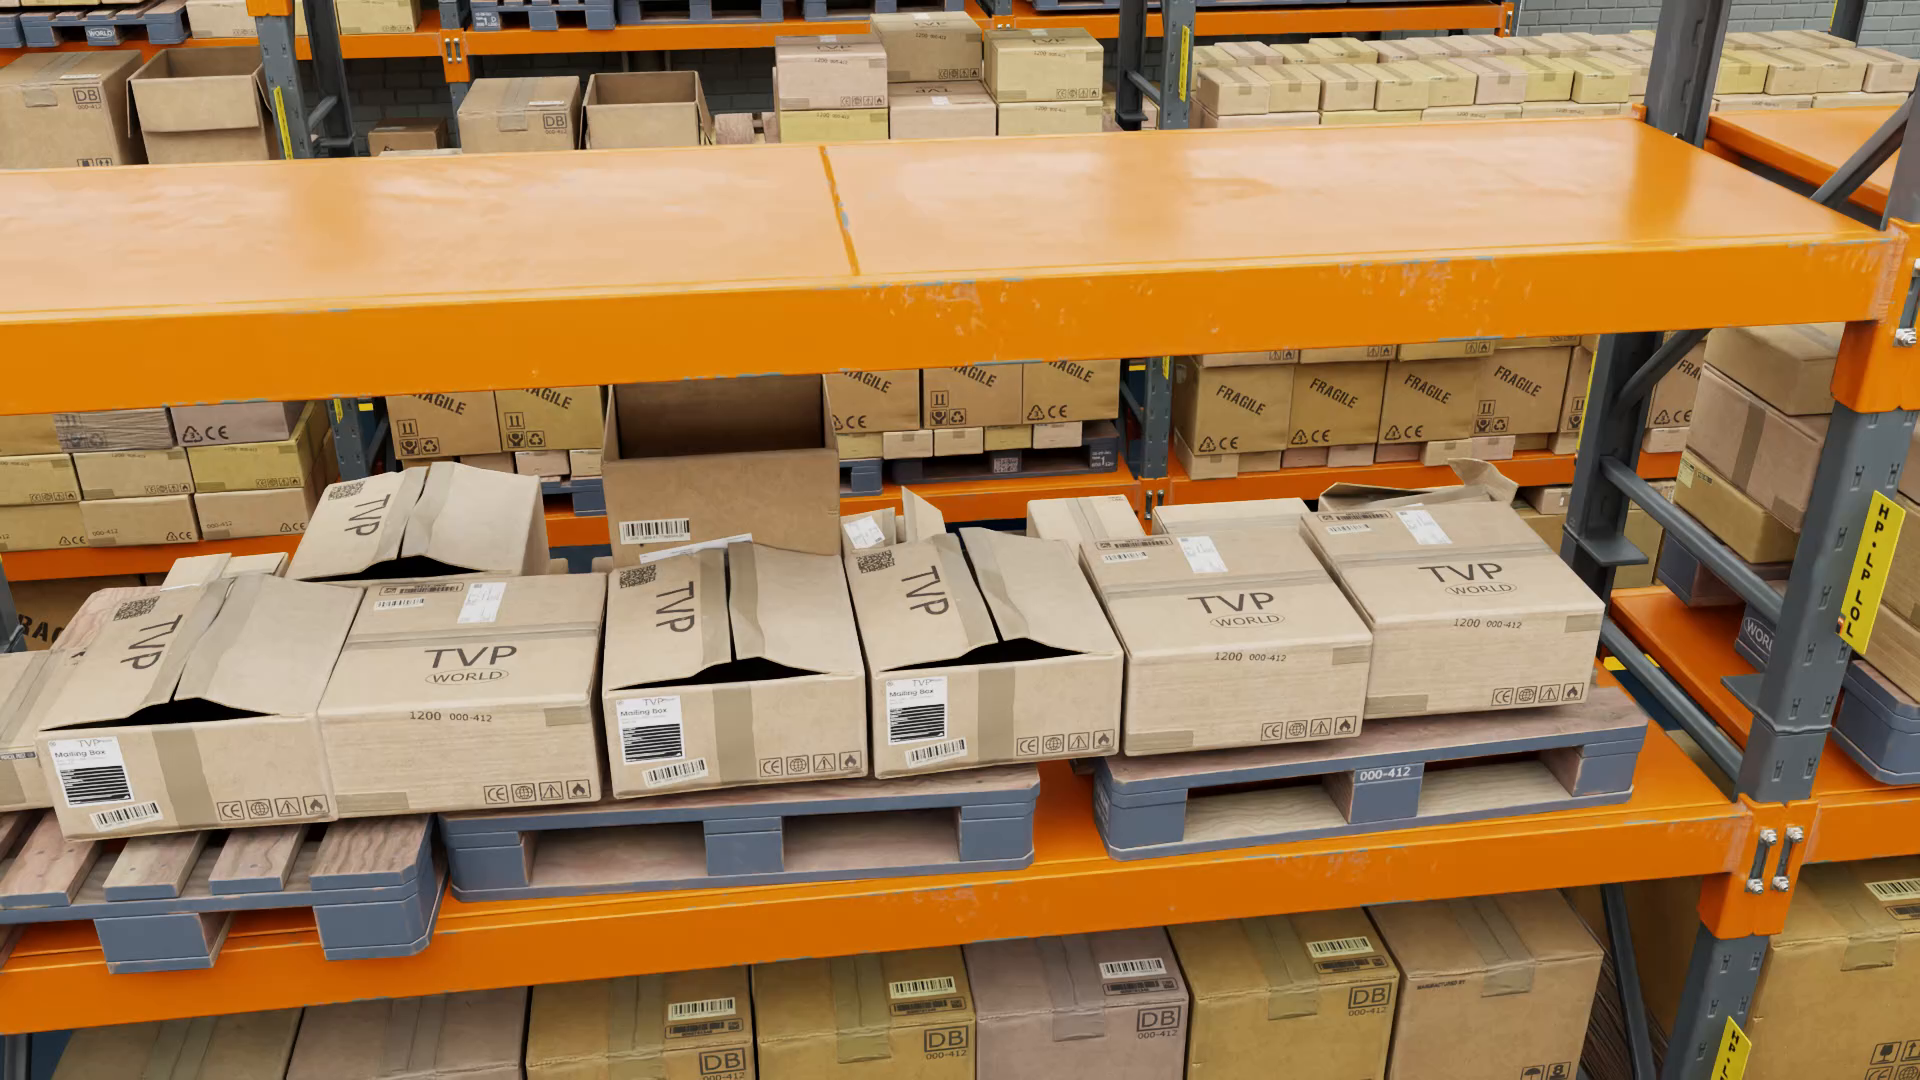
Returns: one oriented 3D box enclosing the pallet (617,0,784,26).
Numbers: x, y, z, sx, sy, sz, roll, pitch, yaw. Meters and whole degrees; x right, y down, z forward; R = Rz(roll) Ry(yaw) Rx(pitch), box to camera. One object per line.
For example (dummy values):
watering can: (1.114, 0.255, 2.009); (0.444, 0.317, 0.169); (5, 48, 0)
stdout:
pallet: (-1.939, -4.101, 12.581); (1.213, 0.211, 1.003); (-2, 27, -5)

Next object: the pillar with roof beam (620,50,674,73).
pillar with roof beam: (-1.941, -3.908, 8.712); (0.400, 9.000, 9.100); (-4, 27, -7)

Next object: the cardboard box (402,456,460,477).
cardboard box: (-2.663, -0.463, 8.384); (0.250, 0.149, 0.380); (-5, 28, -10)

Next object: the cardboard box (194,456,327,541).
cardboard box: (-3.475, -0.235, 8.289); (0.500, 0.250, 0.500); (-5, 28, -9)

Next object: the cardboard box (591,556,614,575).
cardboard box: (-1.720, 0.449, 9.210); (0.625, 0.372, 0.950); (-4, 27, -8)

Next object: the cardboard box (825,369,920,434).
cardboard box: (-0.478, -0.874, 8.474); (0.500, 0.500, 0.500); (-3, 27, -5)

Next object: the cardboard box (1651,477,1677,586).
cardboard box: (4.154, -0.088, 9.569); (0.500, 0.500, 0.500); (-4, 27, -7)

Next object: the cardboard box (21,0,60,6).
cardboard box: (-6.305, -3.800, 11.492); (0.250, 0.149, 0.380); (-4, 27, -8)

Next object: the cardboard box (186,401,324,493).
cardboard box: (-3.455, -0.461, 8.182); (0.500, 0.250, 0.500); (-4, 27, -7)

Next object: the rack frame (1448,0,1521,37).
rack frame: (4.216, -3.204, 13.910); (0.127, 3.000, 1.000); (-4, 27, -7)

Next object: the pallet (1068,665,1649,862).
pallet: (0.839, 0.357, 3.895); (1.217, 0.209, 0.805); (-5, 28, -9)

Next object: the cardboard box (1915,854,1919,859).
cardboard box: (2.638, 0.883, 4.598); (0.550, 0.550, 0.875); (-4, 27, -7)

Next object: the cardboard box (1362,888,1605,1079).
cardboard box: (1.249, 1.071, 4.375); (0.500, 0.500, 0.700); (-4, 27, -8)

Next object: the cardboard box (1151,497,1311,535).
cardboard box: (0.678, 0.026, 4.037); (0.380, 0.149, 0.250); (-4, 27, -7)

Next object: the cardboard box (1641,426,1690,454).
cardboard box: (3.828, -0.625, 9.159); (0.250, 0.149, 0.380); (-3, 27, -6)

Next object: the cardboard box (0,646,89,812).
cardboard box: (-1.868, 0.377, 3.351); (0.250, 0.149, 0.380); (-5, 28, -9)

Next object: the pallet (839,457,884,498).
pallet: (-1.056, -0.510, 8.871); (1.213, 0.211, 1.003); (-4, 27, -7)

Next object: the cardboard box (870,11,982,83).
cardboard box: (-0.176, -2.490, 8.391); (0.500, 0.250, 0.500); (-4, 27, -8)

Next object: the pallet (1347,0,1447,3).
pallet: (3.512, -4.466, 13.181); (1.213, 0.211, 1.003); (-4, 27, -7)

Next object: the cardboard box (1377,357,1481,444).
cardboard box: (2.418, -0.853, 8.893); (0.500, 0.500, 0.500); (-4, 27, -8)

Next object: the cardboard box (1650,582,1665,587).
cardboard box: (4.124, 0.251, 9.729); (0.500, 0.250, 0.500); (-4, 27, -7)

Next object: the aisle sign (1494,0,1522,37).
aisle sign: (4.322, -4.232, 13.066); (0.004, 0.787, 0.394); (-4, 27, -7)

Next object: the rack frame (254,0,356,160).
rack frame: (-3.011, -3.120, 7.176); (0.127, 3.000, 1.000); (-4, 27, -7)

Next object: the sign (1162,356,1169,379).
sign: (1.031, -0.970, 8.289); (0.005, 0.325, 0.100); (-4, 27, -7)

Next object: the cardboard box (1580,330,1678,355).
cardboard box: (3.443, -1.343, 8.753); (0.500, 0.500, 0.700); (-4, 27, -8)

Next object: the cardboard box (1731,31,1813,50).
cardboard box: (4.283, -2.584, 8.818); (0.250, 0.149, 0.380); (-4, 27, -7)

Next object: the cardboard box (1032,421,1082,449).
cardboard box: (0.479, -0.623, 8.696); (0.250, 0.149, 0.380); (-3, 27, -6)

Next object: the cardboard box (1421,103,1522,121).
cardboard box: (2.431, -2.073, 8.259); (0.500, 0.250, 0.500); (-3, 27, -7)

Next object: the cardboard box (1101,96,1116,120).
cardboard box: (1.110, -3.378, 13.105); (0.250, 0.149, 0.380); (-4, 27, -8)

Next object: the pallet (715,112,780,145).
pallet: (-0.703, -1.898, 8.286); (1.003, 0.211, 1.213); (-4, 27, -7)

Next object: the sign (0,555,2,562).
sign: (-2.290, -0.071, 3.866); (0.005, 0.325, 0.100); (-4, 27, -7)

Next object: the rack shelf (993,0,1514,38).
rack shelf: (2.235, -4.091, 13.142); (4.000, 0.370, 1.077); (-4, 27, -7)

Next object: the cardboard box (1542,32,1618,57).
cardboard box: (3.266, -2.575, 8.801); (0.250, 0.149, 0.380); (-3, 27, -6)

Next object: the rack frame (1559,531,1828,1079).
rack frame: (1.740, 1.526, 4.693); (0.127, 3.000, 1.000); (-4, 27, -7)

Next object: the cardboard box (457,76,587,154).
cardboard box: (-2.071, -1.886, 7.947); (0.500, 0.500, 0.700); (-4, 27, -7)

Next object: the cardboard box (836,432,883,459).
cardboard box: (-0.533, -0.565, 8.582); (0.250, 0.149, 0.380); (-4, 27, -7)

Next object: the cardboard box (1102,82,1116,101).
cardboard box: (1.283, -3.636, 13.607); (0.250, 0.149, 0.380); (-4, 27, -8)

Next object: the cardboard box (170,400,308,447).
cardboard box: (-3.486, -0.789, 8.000); (0.500, 0.500, 0.500); (-4, 27, -9)

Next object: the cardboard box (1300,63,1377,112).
cardboard box: (1.824, -2.198, 8.066); (0.250, 0.149, 0.380); (-5, 28, -9)

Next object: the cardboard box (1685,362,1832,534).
cardboard box: (2.192, -0.253, 4.143); (0.500, 0.250, 0.500); (-4, 27, -8)

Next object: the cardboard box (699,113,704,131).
cardboard box: (-2.165, -3.278, 13.236); (0.250, 0.149, 0.380); (-4, 27, -8)

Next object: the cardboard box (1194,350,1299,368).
cardboard box: (1.416, -1.257, 8.586); (0.500, 0.500, 0.700); (-4, 27, -8)

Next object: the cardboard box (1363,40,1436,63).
cardboard box: (2.263, -2.475, 8.607); (0.250, 0.149, 0.380); (-4, 27, -8)

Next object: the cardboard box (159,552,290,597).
cardboard box: (-1.659, 0.181, 3.715); (0.250, 0.166, 0.380); (-4, 27, -7)

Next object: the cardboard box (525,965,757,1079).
cardboard box: (-0.767, 1.201, 4.122); (0.500, 0.500, 0.700); (-4, 27, -8)

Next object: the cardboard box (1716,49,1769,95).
cardboard box: (3.848, -2.366, 8.394); (0.250, 0.149, 0.380); (-4, 27, -7)

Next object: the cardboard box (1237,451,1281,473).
cardboard box: (1.550, -0.508, 8.932); (0.250, 0.149, 0.380); (-3, 27, -6)

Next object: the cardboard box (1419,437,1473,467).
cardboard box: (2.575, -0.546, 9.006); (0.250, 0.149, 0.380); (-4, 27, -7)

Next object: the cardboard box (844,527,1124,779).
cardboard box: (0.035, 0.211, 3.499); (0.500, 0.311, 0.500); (-5, 28, -9)

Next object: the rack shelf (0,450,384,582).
rack shelf: (-4.991, -0.004, 8.462); (4.000, 0.370, 1.077); (-4, 27, -7)

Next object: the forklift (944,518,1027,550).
forklift: (-0.047, -1.591, 10.842); (1.130, 2.935, 3.031); (-2, 27, -4)

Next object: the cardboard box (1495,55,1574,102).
cardboard box: (2.836, -2.292, 8.249); (0.250, 0.149, 0.380); (-3, 27, -6)

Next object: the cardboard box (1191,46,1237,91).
cardboard box: (1.234, -2.402, 8.464); (0.250, 0.149, 0.380); (-3, 27, -6)

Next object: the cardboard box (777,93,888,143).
cardboard box: (-0.615, -1.996, 7.975); (0.500, 0.250, 0.500); (-3, 27, -6)

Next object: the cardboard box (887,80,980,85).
cardboard box: (-0.186, -2.271, 8.512); (0.500, 0.250, 0.500); (-4, 27, -8)

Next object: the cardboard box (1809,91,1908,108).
cardboard box: (4.442, -2.206, 8.518); (0.500, 0.250, 0.500); (-4, 27, -8)

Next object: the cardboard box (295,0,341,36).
cardboard box: (-4.678, -3.788, 11.927); (0.500, 0.250, 0.500); (-4, 27, -7)

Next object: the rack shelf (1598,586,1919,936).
rack shelf: (3.720, 0.384, 4.420); (4.000, 0.370, 1.077); (-4, 27, -7)

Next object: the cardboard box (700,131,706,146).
cardboard box: (-2.073, -3.002, 12.697); (0.250, 0.149, 0.380); (-3, 27, -6)
